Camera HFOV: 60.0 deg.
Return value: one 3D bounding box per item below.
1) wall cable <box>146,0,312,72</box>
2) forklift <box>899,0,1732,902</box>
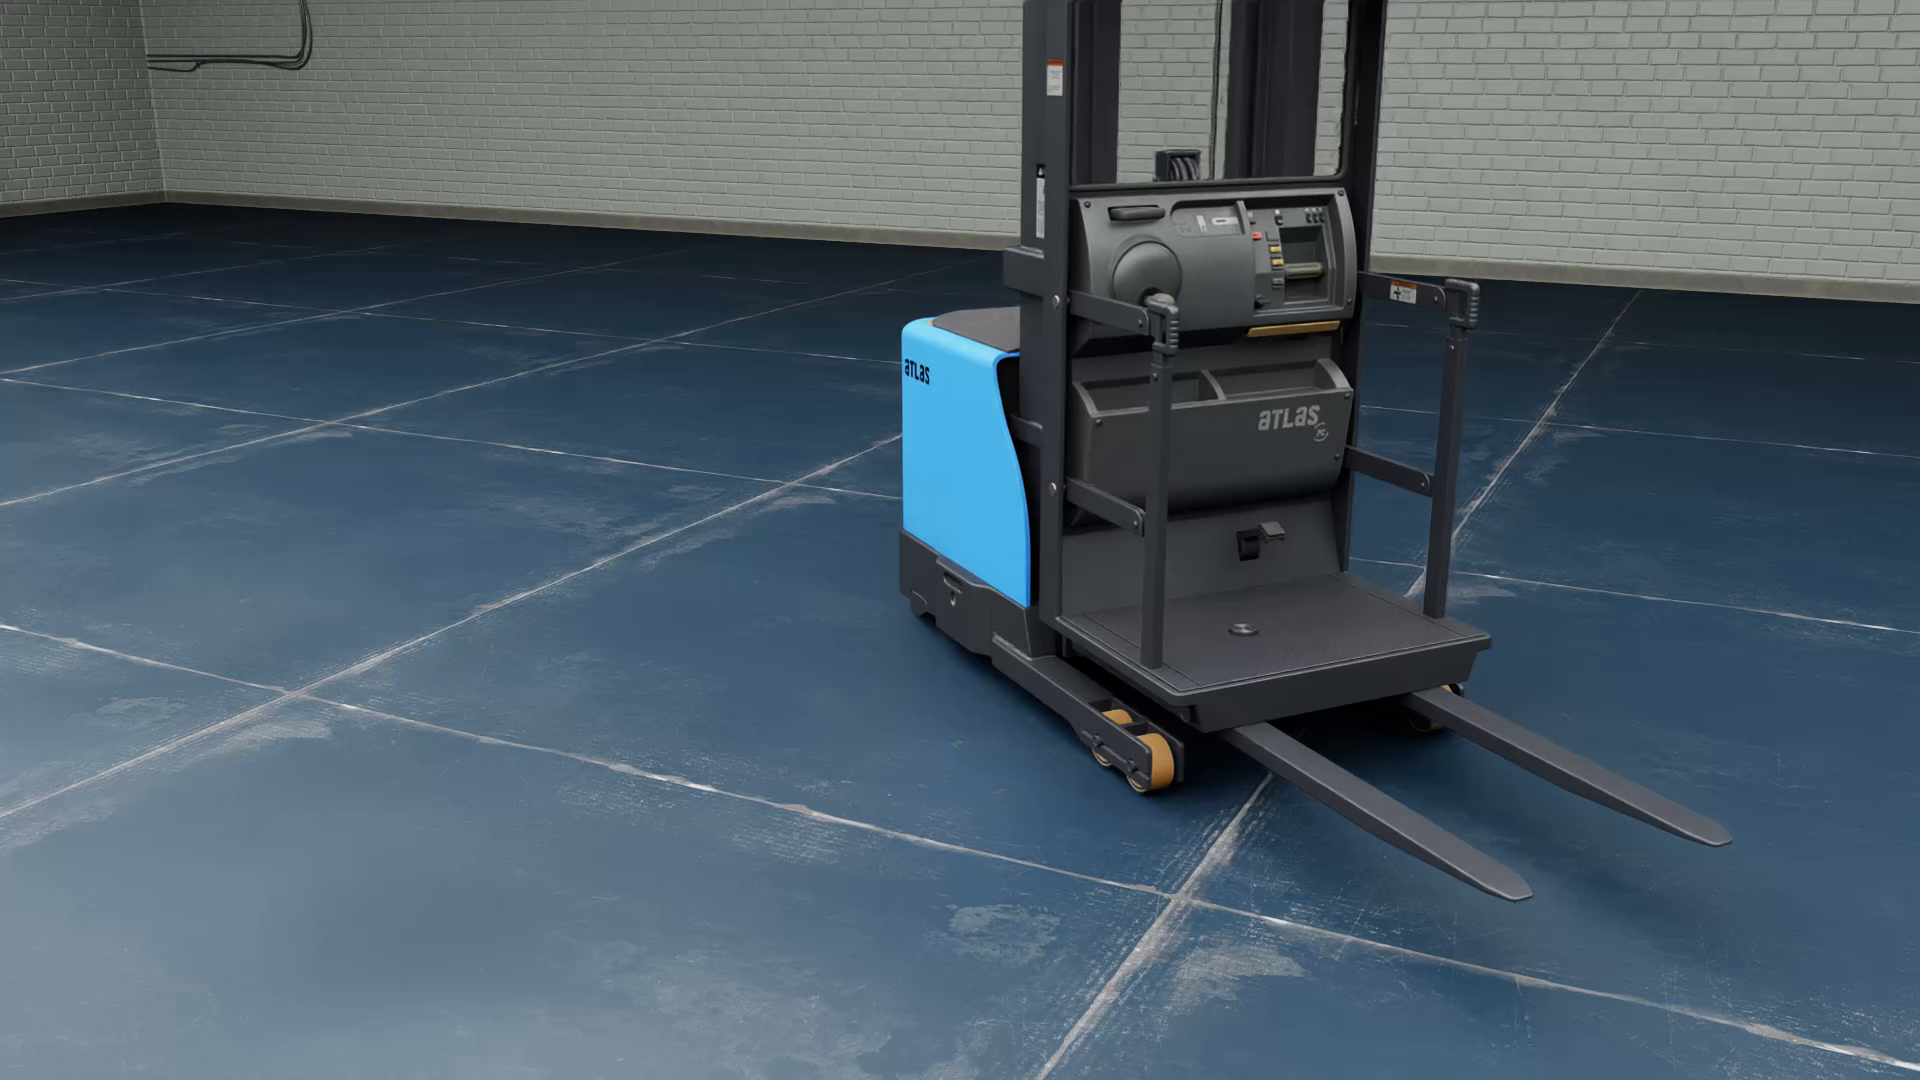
[{"bbox_3d":[-9.333,-7.154,20.759,3.097,2.526,0.112,8,18,25],"label":"wall cable"},{"bbox_3d":[0.861,-0.840,4.704,1.130,2.935,3.031,-8,18,-24],"label":"forklift"}]
